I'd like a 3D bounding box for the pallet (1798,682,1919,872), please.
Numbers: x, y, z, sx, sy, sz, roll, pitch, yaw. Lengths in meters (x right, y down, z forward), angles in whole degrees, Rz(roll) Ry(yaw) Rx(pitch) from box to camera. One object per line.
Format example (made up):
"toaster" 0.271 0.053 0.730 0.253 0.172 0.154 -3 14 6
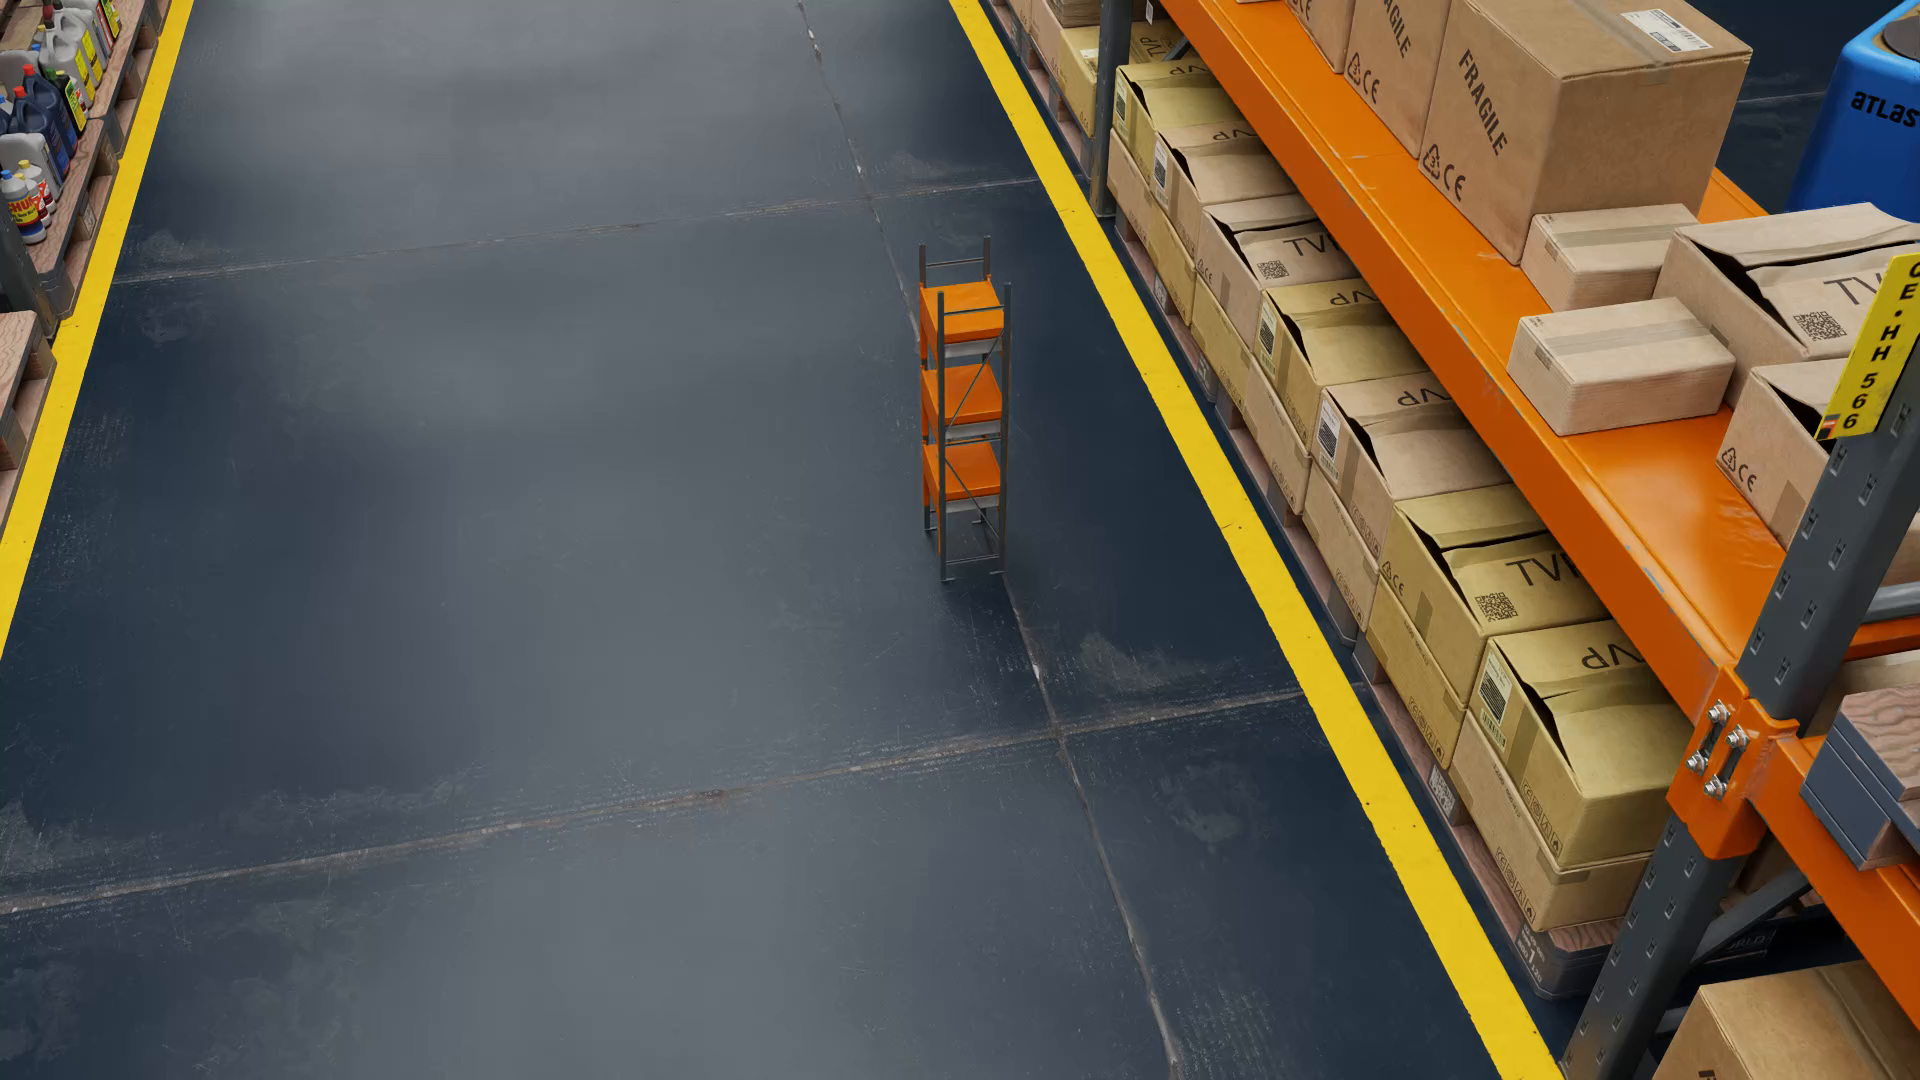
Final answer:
"pallet" 2.107 0.572 2.491 1.213 0.211 1.003 -8 42 -9

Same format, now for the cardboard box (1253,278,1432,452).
"cardboard box" 1.207 -0.561 4.955 0.500 0.311 0.500 -7 42 -8

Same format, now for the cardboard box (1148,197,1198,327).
"cardboard box" 0.983 -1.023 5.897 0.500 0.250 0.500 -7 42 -8

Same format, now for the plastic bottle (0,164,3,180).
"plastic bottle" -3.650 -1.423 6.308 0.061 0.283 0.133 -8 42 -9

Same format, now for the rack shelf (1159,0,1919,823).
"rack shelf" 1.460 -0.957 4.610 1.077 0.370 4.000 -8 42 -9

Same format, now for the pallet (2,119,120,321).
"pallet" -3.913 -1.213 6.458 1.003 0.211 1.213 -8 42 -9

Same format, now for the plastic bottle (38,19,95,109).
"plastic bottle" -3.711 -1.969 6.873 0.144 0.351 0.185 -9 42 -10

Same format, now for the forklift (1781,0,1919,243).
"forklift" 4.306 -1.459 4.686 1.130 2.935 3.031 -34 51 -32

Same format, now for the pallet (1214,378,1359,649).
"pallet" 1.492 -0.215 5.333 1.003 0.211 1.213 -8 42 -9

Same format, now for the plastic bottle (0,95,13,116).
"plastic bottle" -3.727 -1.619 6.538 0.097 0.271 0.097 0 42 0

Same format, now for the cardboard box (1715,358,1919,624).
"cardboard box" 1.856 -0.138 3.213 0.500 0.311 0.500 -6 42 -7

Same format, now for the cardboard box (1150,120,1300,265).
"cardboard box" 0.977 -1.232 5.711 0.500 0.311 0.500 -9 42 -10

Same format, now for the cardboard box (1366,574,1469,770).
"cardboard box" 1.425 0.302 4.405 0.500 0.250 0.500 -9 42 -10

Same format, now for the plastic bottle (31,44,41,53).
"plastic bottle" -3.859 -1.989 7.007 0.097 0.201 0.097 0 42 0

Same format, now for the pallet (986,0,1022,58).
"pallet" 0.631 -2.793 8.238 1.003 0.211 1.213 -8 42 -9

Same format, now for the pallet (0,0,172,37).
"pallet" -4.440 -2.795 8.240 1.003 0.211 1.213 -8 42 -9

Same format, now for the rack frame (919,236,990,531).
"rack frame" -0.015 -0.437 4.951 0.200 1.050 0.008 -8 42 -9

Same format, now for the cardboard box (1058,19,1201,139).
"cardboard box" 0.715 -1.920 6.909 0.500 0.250 0.500 -8 42 -9

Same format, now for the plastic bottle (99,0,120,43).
"plastic bottle" -3.805 -2.356 7.359 0.061 0.283 0.133 -7 42 -8

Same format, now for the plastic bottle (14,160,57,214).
"plastic bottle" -3.494 -1.334 6.270 0.097 0.201 0.097 0 42 0

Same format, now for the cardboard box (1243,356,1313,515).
"cardboard box" 1.206 -0.357 5.148 0.500 0.250 0.500 -8 42 -8

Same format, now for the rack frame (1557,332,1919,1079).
"rack frame" 1.892 0.070 2.911 1.000 3.000 0.127 -8 42 -9

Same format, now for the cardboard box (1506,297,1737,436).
"cardboard box" 1.428 -0.379 3.607 0.380 0.149 0.250 -8 42 -9

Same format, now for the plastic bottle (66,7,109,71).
"plastic bottle" -3.790 -2.169 7.154 0.152 0.276 0.135 -9 42 -10

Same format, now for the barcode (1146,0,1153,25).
"barcode" 0.677 -1.886 5.944 0.001 0.075 0.075 -8 42 -9

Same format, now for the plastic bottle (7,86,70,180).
"plastic bottle" -3.578 -1.572 6.425 0.144 0.351 0.185 -7 42 -8

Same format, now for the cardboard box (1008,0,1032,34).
"cardboard box" 0.494 -2.568 7.638 0.500 0.250 0.500 -8 42 -9

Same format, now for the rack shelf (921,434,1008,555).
"rack shelf" 0.012 -0.142 5.054 0.215 0.259 0.240 -8 42 -9

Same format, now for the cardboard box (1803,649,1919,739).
"cardboard box" 2.066 0.350 3.928 0.500 0.311 0.500 -7 42 -8

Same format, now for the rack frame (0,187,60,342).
"rack frame" -3.809 -1.815 5.035 1.000 3.000 0.127 -8 42 -9

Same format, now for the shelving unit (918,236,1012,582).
"shelving unit" 0.012 -0.358 4.862 0.215 1.050 0.252 -8 42 -9

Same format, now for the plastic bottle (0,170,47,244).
"plastic bottle" -3.450 -1.229 6.098 0.097 0.271 0.097 0 42 0

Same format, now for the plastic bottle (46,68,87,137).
"plastic bottle" -3.614 -1.782 6.712 0.061 0.283 0.133 -7 42 -7

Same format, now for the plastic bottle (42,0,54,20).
"plastic bottle" -3.924 -2.246 7.235 0.061 0.283 0.133 -8 42 -9

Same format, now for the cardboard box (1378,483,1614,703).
"cardboard box" 1.420 0.092 4.219 0.500 0.311 0.500 -9 42 -10

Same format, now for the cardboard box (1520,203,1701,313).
"cardboard box" 1.562 -0.654 3.917 0.380 0.149 0.250 -5 42 -6

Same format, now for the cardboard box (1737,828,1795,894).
"cardboard box" 2.066 0.560 4.114 0.500 0.250 0.500 -8 42 -9

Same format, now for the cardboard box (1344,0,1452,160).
"cardboard box" 1.400 -1.393 4.485 0.500 0.500 0.500 -8 42 -9
